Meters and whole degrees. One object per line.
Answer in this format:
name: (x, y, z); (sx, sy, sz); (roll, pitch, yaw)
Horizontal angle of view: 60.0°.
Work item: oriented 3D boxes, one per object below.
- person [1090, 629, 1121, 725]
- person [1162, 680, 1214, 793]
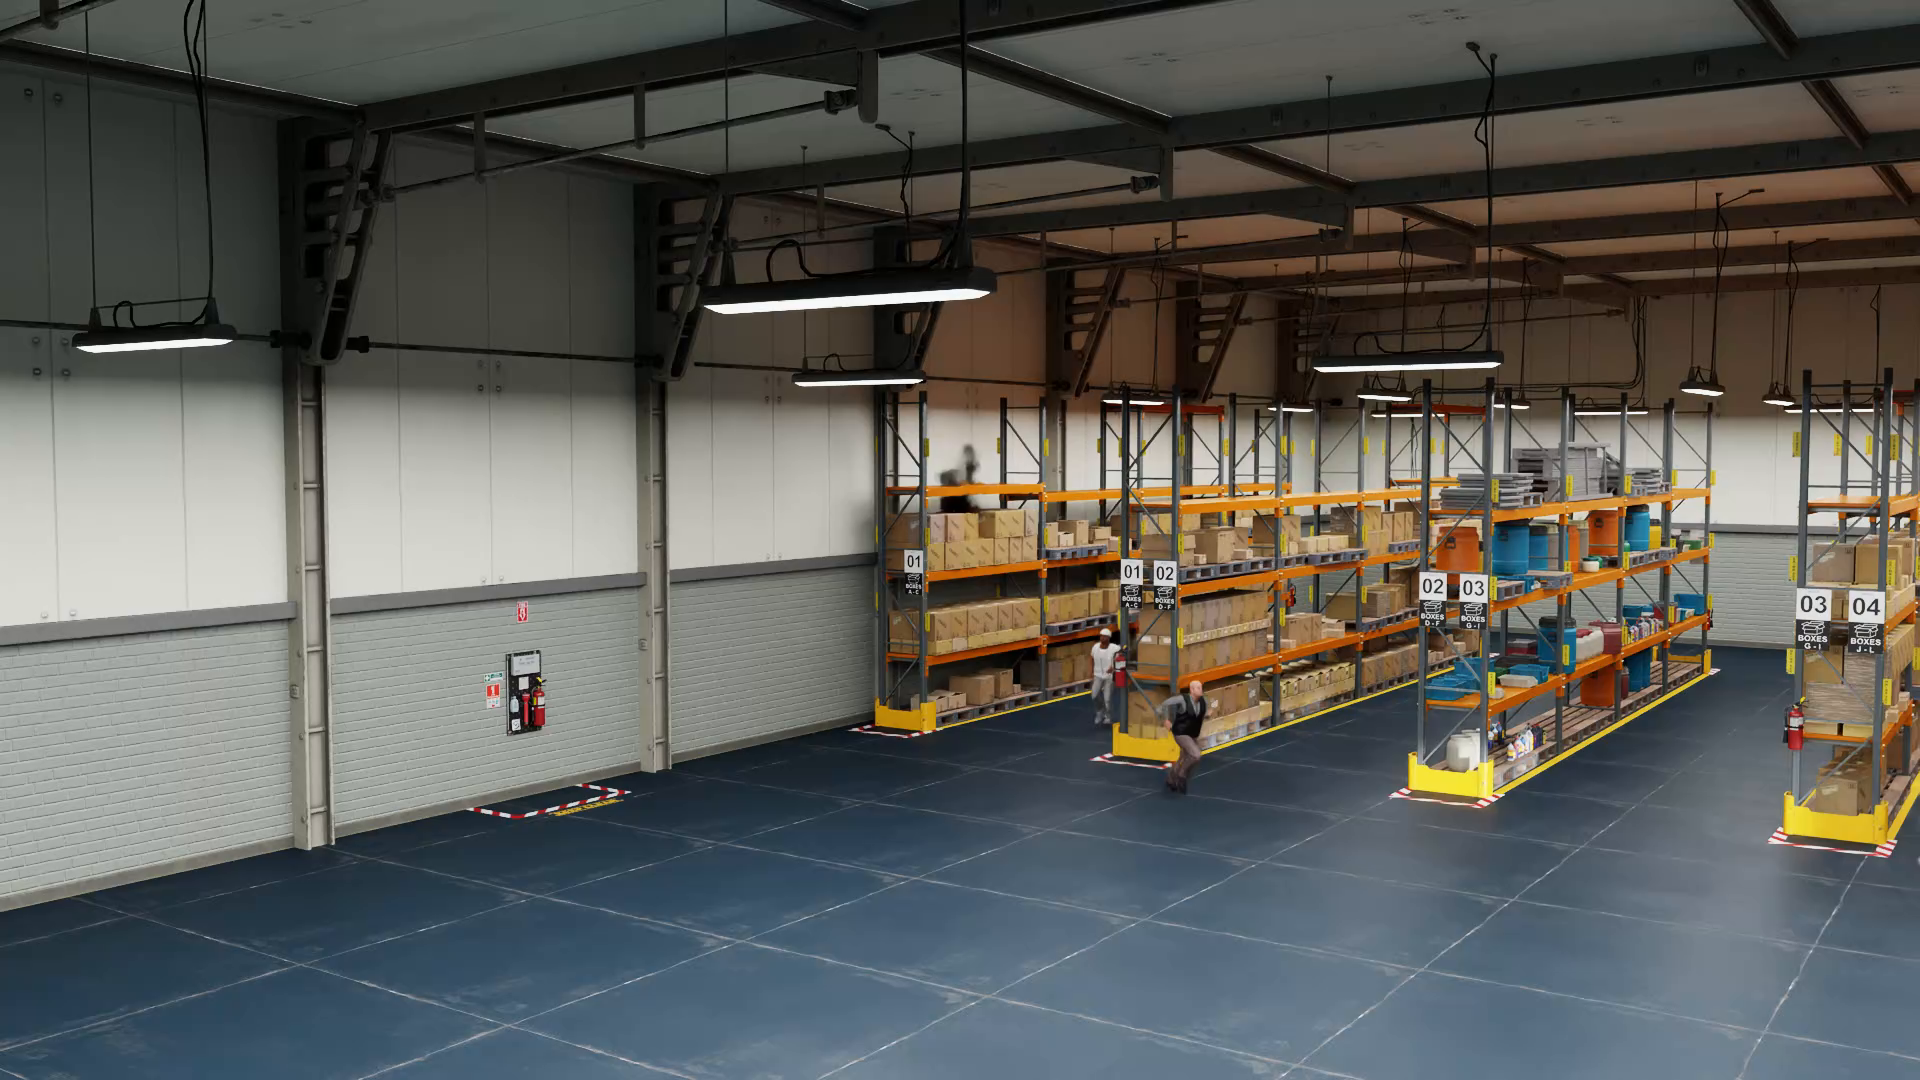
person: (2.577, 2.446, 29.637); (0.699, 1.740, 0.640); (1, 3, 24)
person: (3.270, 2.825, 23.927); (0.644, 1.647, 0.880); (-3, 4, -40)
